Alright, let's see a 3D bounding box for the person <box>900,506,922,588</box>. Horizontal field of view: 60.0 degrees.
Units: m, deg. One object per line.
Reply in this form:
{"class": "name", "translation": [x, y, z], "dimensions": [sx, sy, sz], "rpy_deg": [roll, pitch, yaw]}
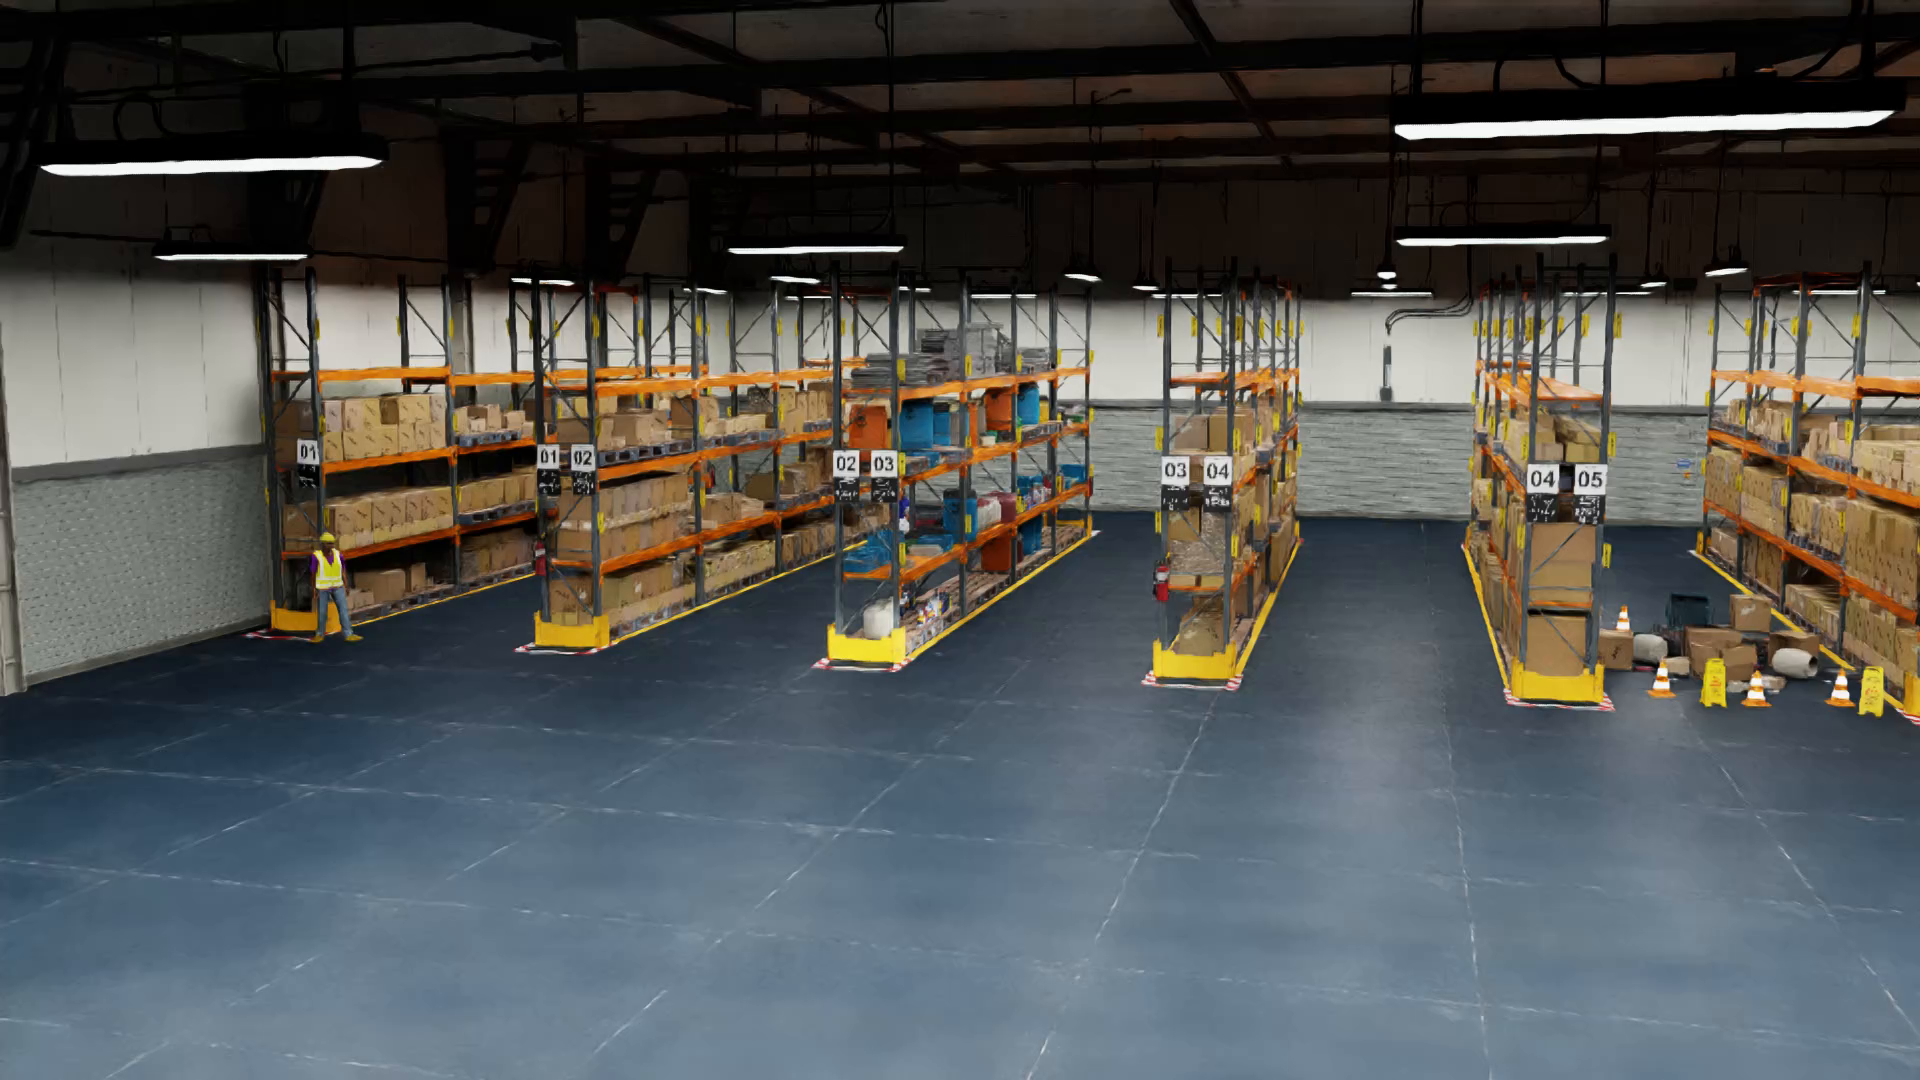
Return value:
{"class": "person", "translation": [-0.968, 0.132, 32.208], "dimensions": [0.625, 1.610, 0.582], "rpy_deg": [2, 7, 13]}

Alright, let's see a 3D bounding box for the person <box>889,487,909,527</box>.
{"class": "person", "translation": [-1.255, -0.371, 36.191], "dimensions": [0.592, 1.604, 0.518], "rpy_deg": [2, 7, 12]}

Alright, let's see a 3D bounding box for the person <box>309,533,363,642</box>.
{"class": "person", "translation": [-10.025, 0.754, 26.568], "dimensions": [0.734, 1.754, 0.568], "rpy_deg": [-6, 9, -38]}
